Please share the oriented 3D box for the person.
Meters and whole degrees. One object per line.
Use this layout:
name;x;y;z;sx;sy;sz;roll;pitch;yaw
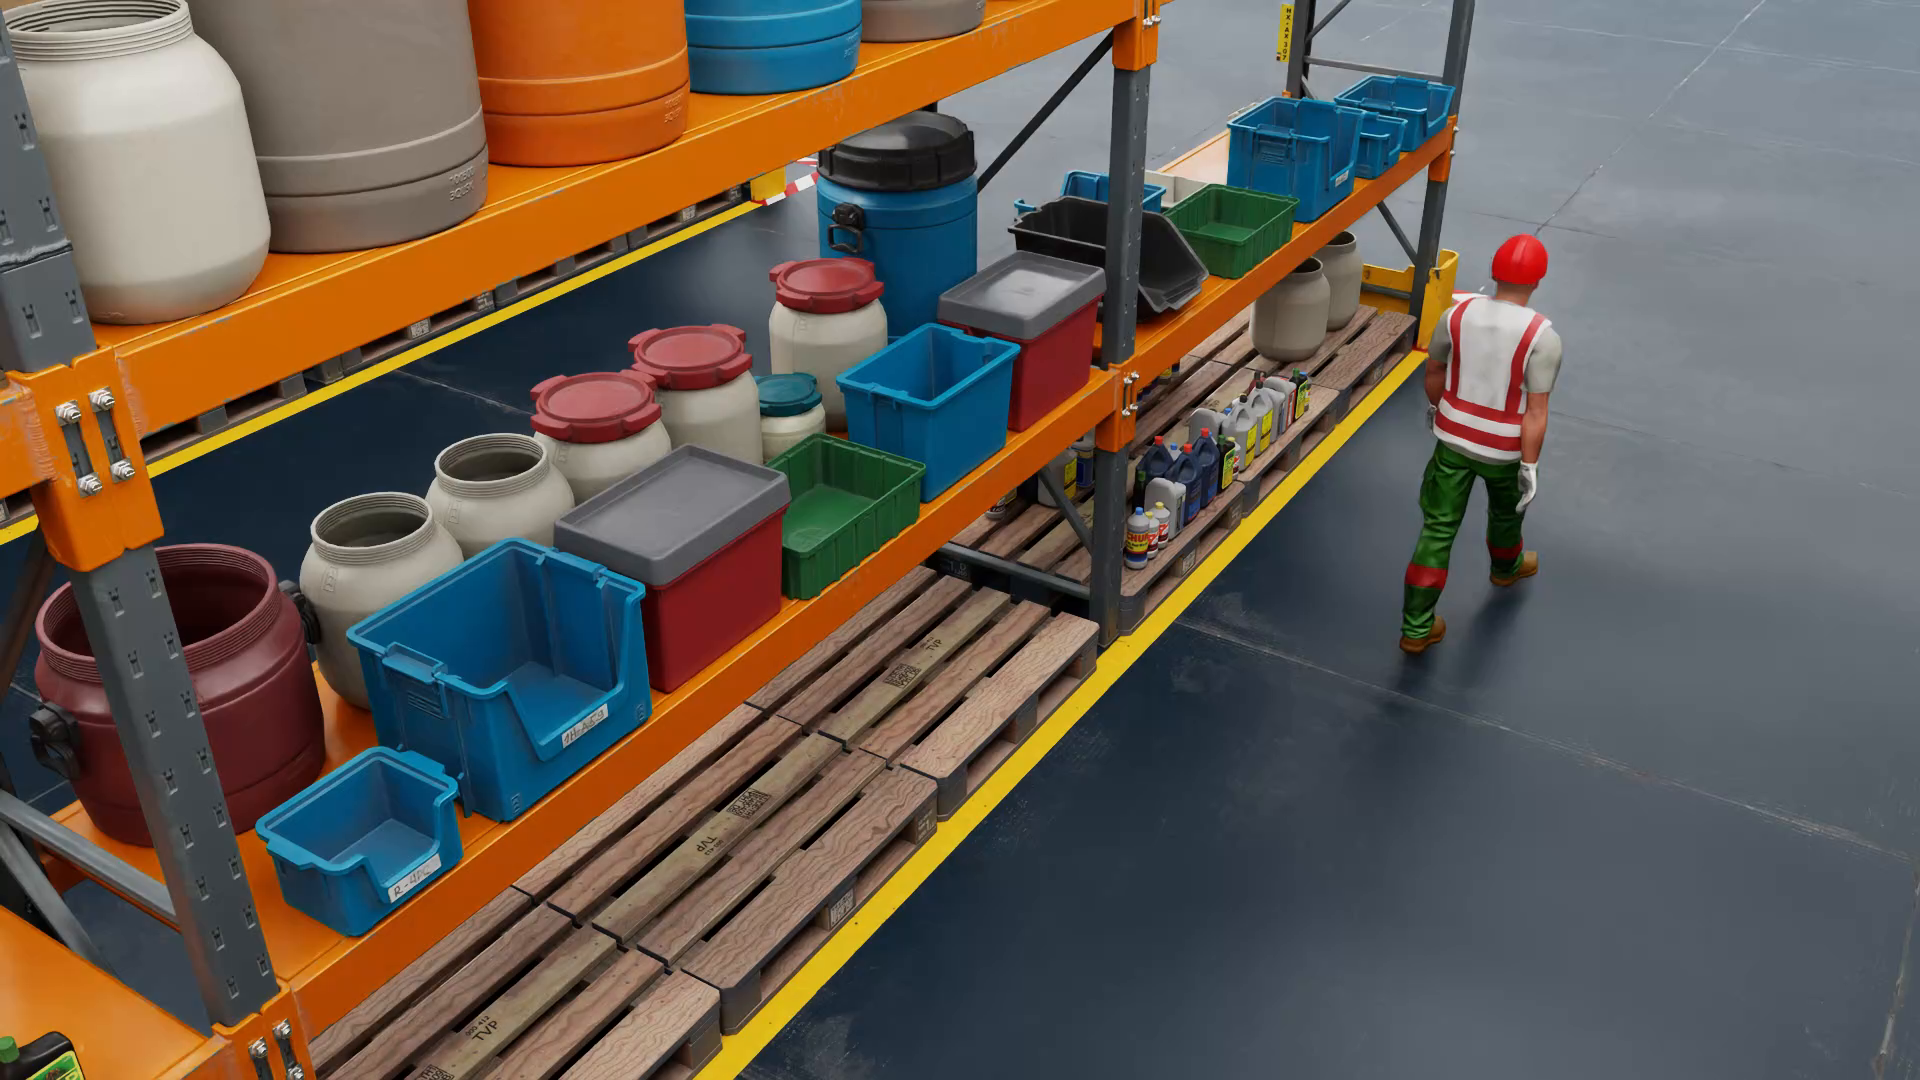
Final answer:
person;2.187;-0.465;6.874;0.590;1.721;1.050;18;35;29
